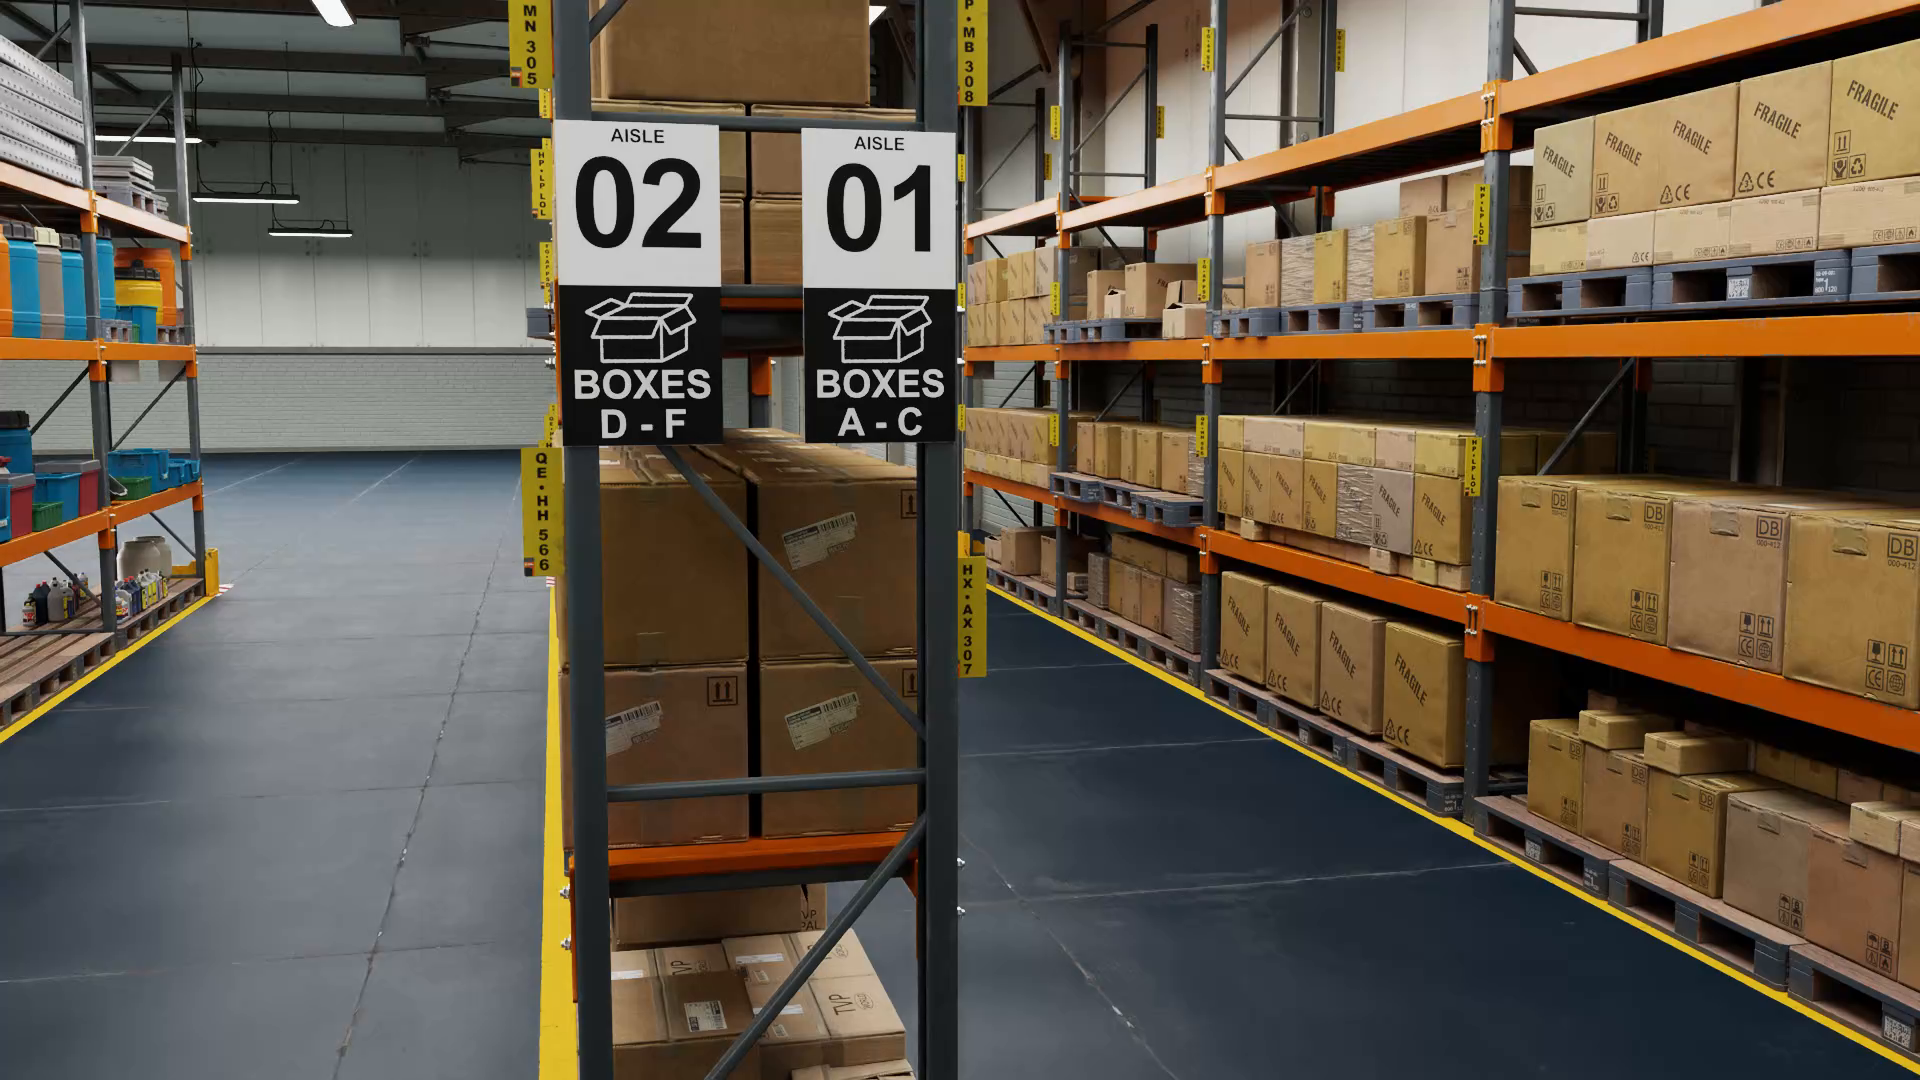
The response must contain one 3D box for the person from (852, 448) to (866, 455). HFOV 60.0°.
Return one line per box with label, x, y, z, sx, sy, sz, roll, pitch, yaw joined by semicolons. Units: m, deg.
person;-1.014;-0.062;17.626;0.423;1.618;0.587;-2;6;-17
